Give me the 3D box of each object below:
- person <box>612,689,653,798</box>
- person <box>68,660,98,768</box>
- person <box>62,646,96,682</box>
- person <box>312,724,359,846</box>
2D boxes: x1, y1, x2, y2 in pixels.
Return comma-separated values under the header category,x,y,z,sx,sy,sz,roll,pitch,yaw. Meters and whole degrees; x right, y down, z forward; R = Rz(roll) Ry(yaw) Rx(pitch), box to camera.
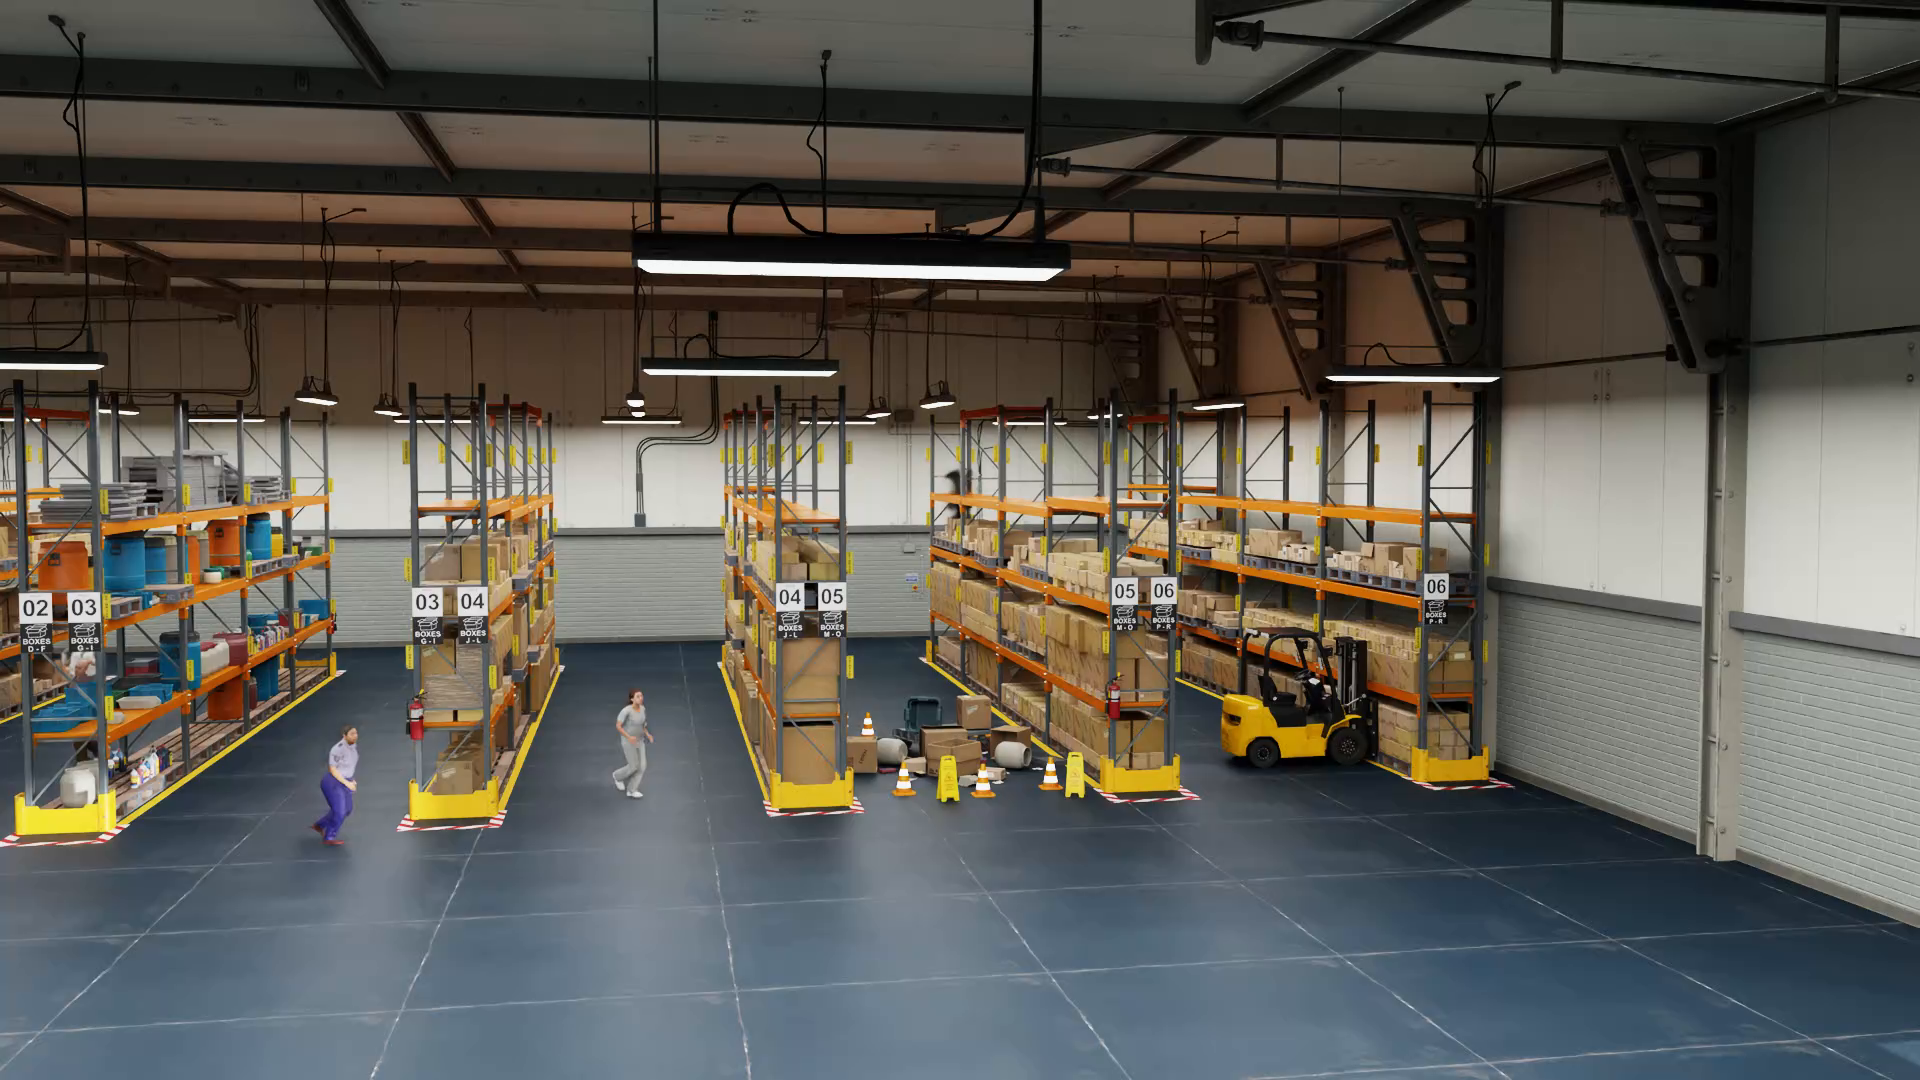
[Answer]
category,x,y,z,sx,sy,sz,roll,pitch,yaw
person,-4.855,2.969,24.441,0.612,1.604,0.564,2,4,38
person,-13.954,2.773,26.517,0.682,1.766,0.815,-3,4,-41
person,-16.421,2.542,31.127,0.697,1.823,0.879,-1,3,-24
person,-8.038,3.134,21.349,0.713,1.566,0.586,0,3,5
